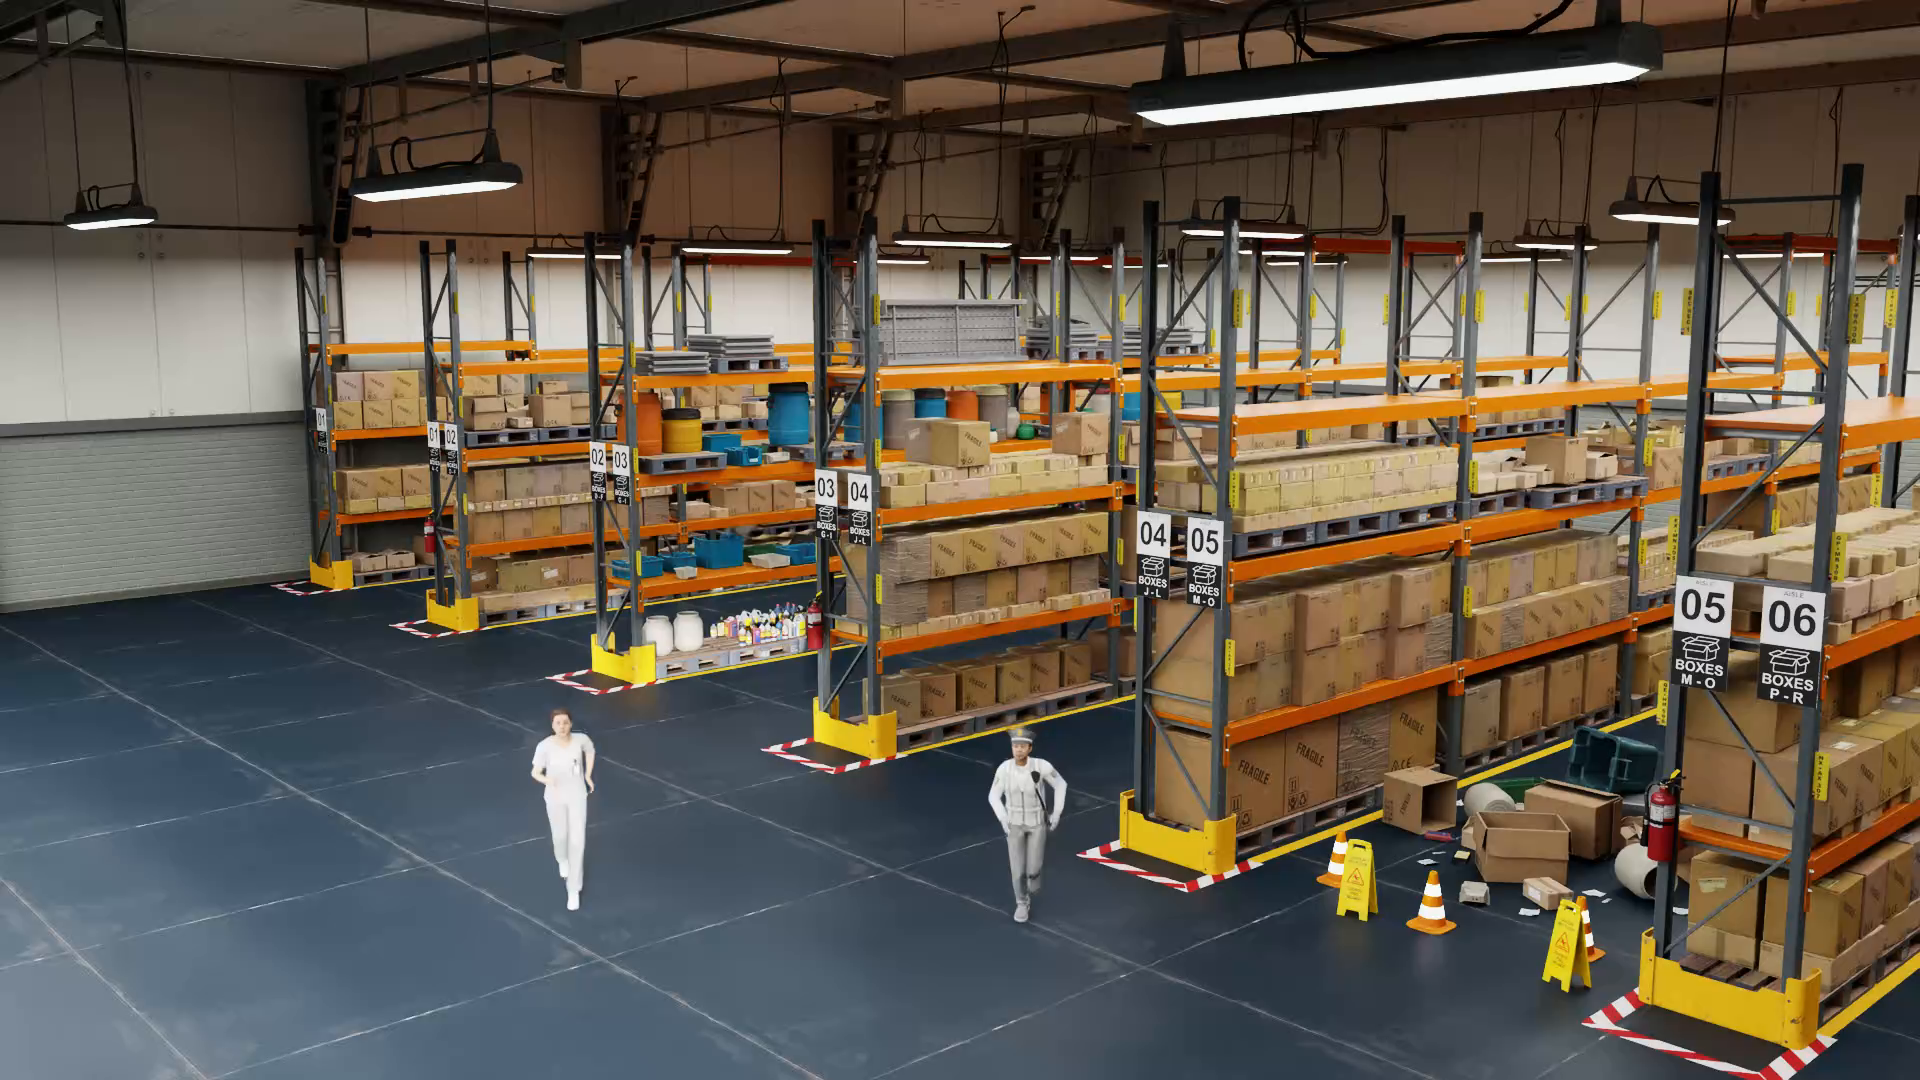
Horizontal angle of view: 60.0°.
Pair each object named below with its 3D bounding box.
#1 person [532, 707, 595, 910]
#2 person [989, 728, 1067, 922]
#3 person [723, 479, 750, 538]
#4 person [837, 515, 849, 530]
[{"bbox_3d":[-3.409,2.239,14.352,0.535,1.670,0.970,-2,9,-13],"label":"person"},{"bbox_3d":[0.552,2.352,13.790,0.635,1.661,0.614,1,9,10],"label":"person"},{"bbox_3d":[-4.215,-0.369,31.790,0.662,1.792,1.049,7,11,41],"label":"person"},{"bbox_3d":[-1.795,-0.046,27.958,0.656,1.692,0.561,8,11,43],"label":"person"}]
